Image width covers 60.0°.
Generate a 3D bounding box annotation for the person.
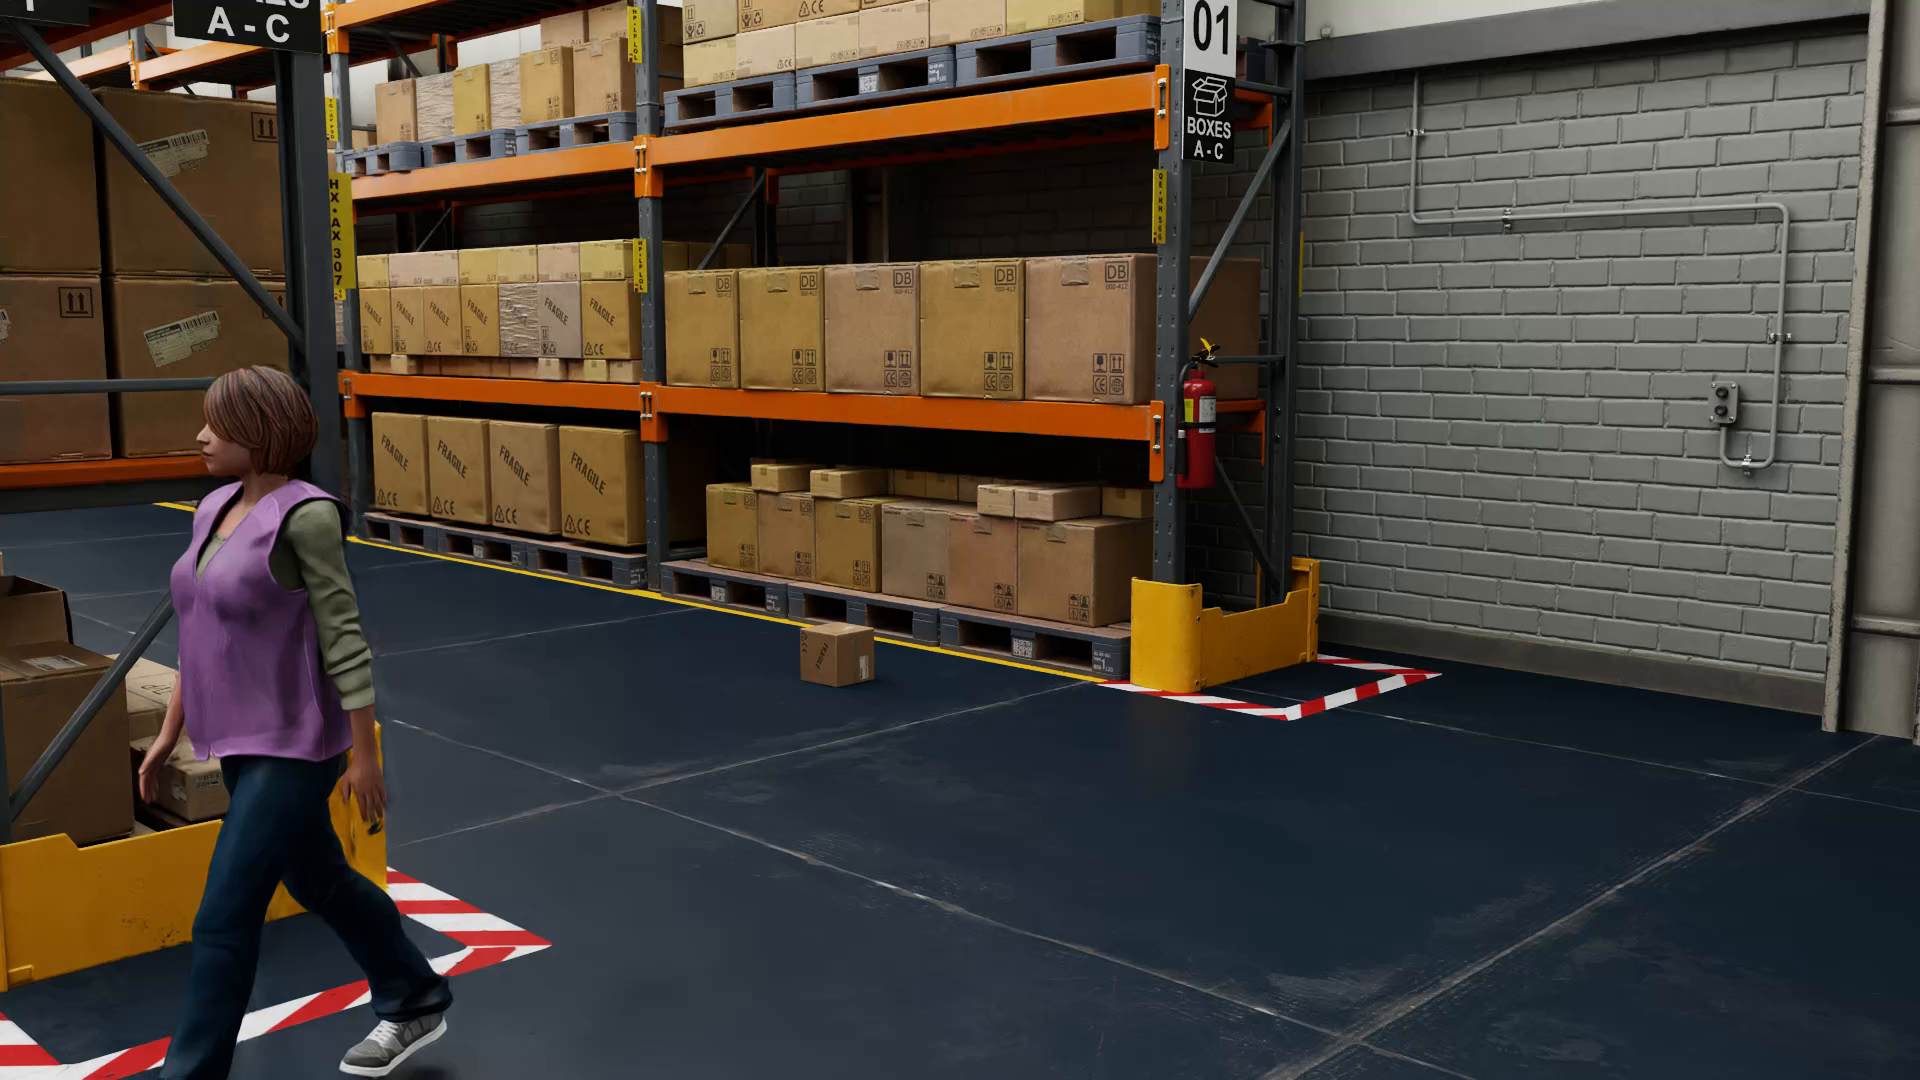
[{"bbox_3d":[-1.463,0.425,3.367,0.453,1.547,0.892,6,9,40],"label":"person"}]
